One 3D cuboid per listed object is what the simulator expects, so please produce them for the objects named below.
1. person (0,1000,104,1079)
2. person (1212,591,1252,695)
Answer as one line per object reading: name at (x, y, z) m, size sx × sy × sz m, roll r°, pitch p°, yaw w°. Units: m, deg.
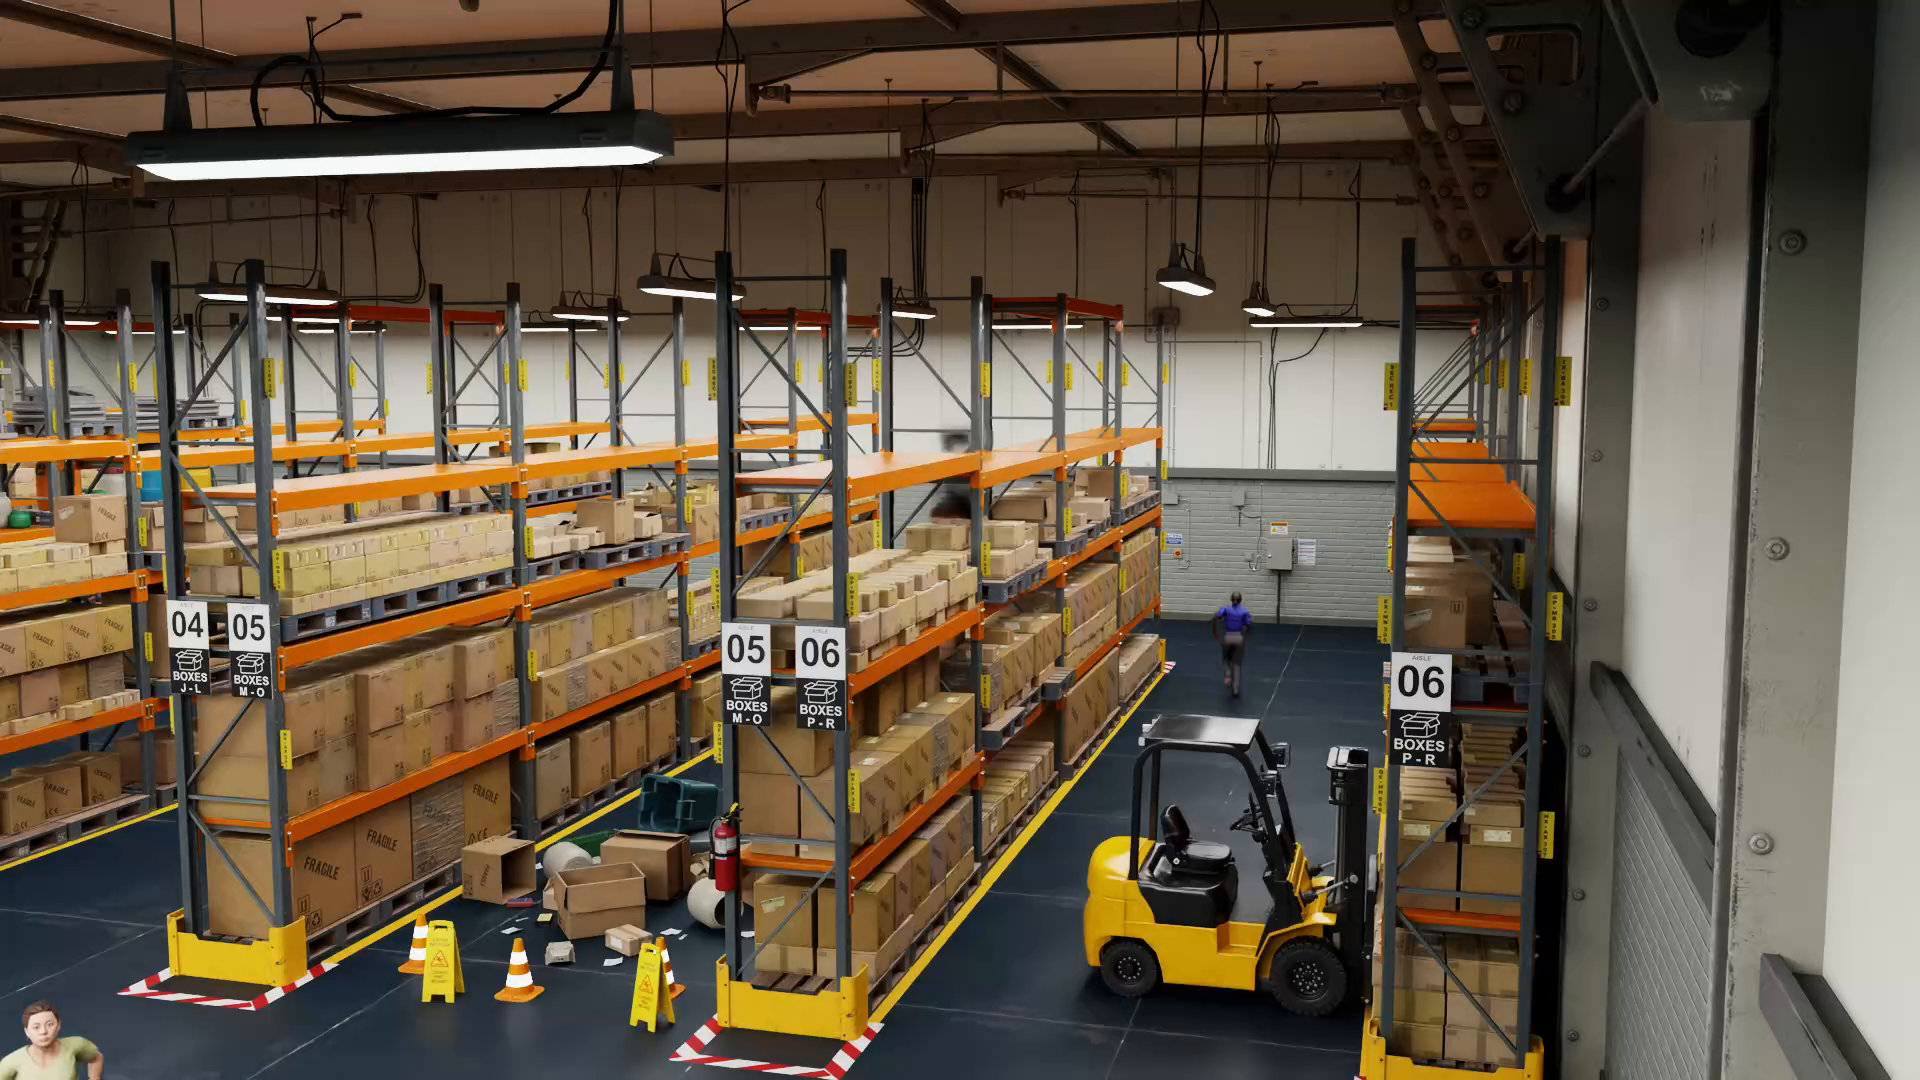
person at (-5.061, 3.378, 9.239) m, size 0.566 × 1.702 × 0.700 m, roll -3°, pitch 7°, yaw -25°
person at (4.281, 1.608, 26.168) m, size 0.599 × 1.604 × 0.707 m, roll 1°, pitch 6°, yaw 13°
